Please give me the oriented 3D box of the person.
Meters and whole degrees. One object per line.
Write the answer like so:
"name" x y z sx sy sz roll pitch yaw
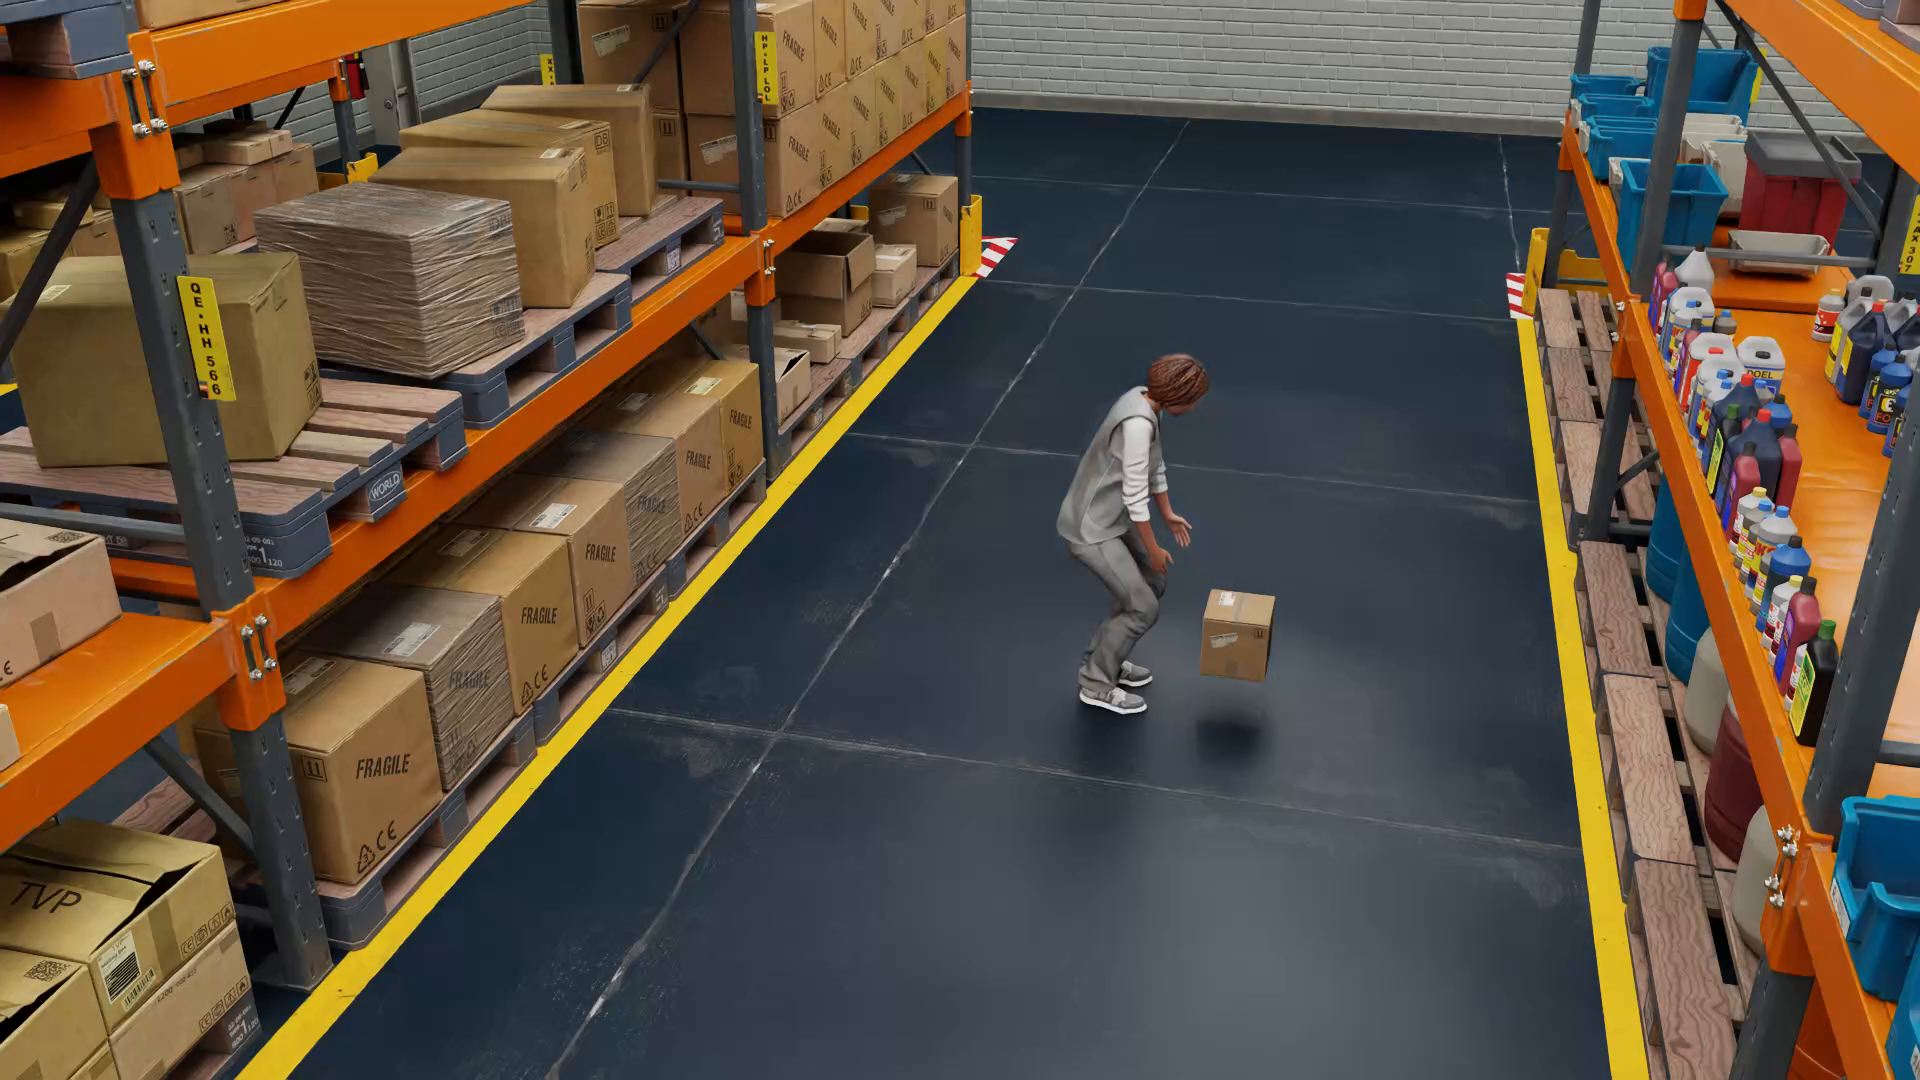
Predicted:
"person" 0.647 -0.044 6.403 0.539 1.444 0.454 7 26 14
